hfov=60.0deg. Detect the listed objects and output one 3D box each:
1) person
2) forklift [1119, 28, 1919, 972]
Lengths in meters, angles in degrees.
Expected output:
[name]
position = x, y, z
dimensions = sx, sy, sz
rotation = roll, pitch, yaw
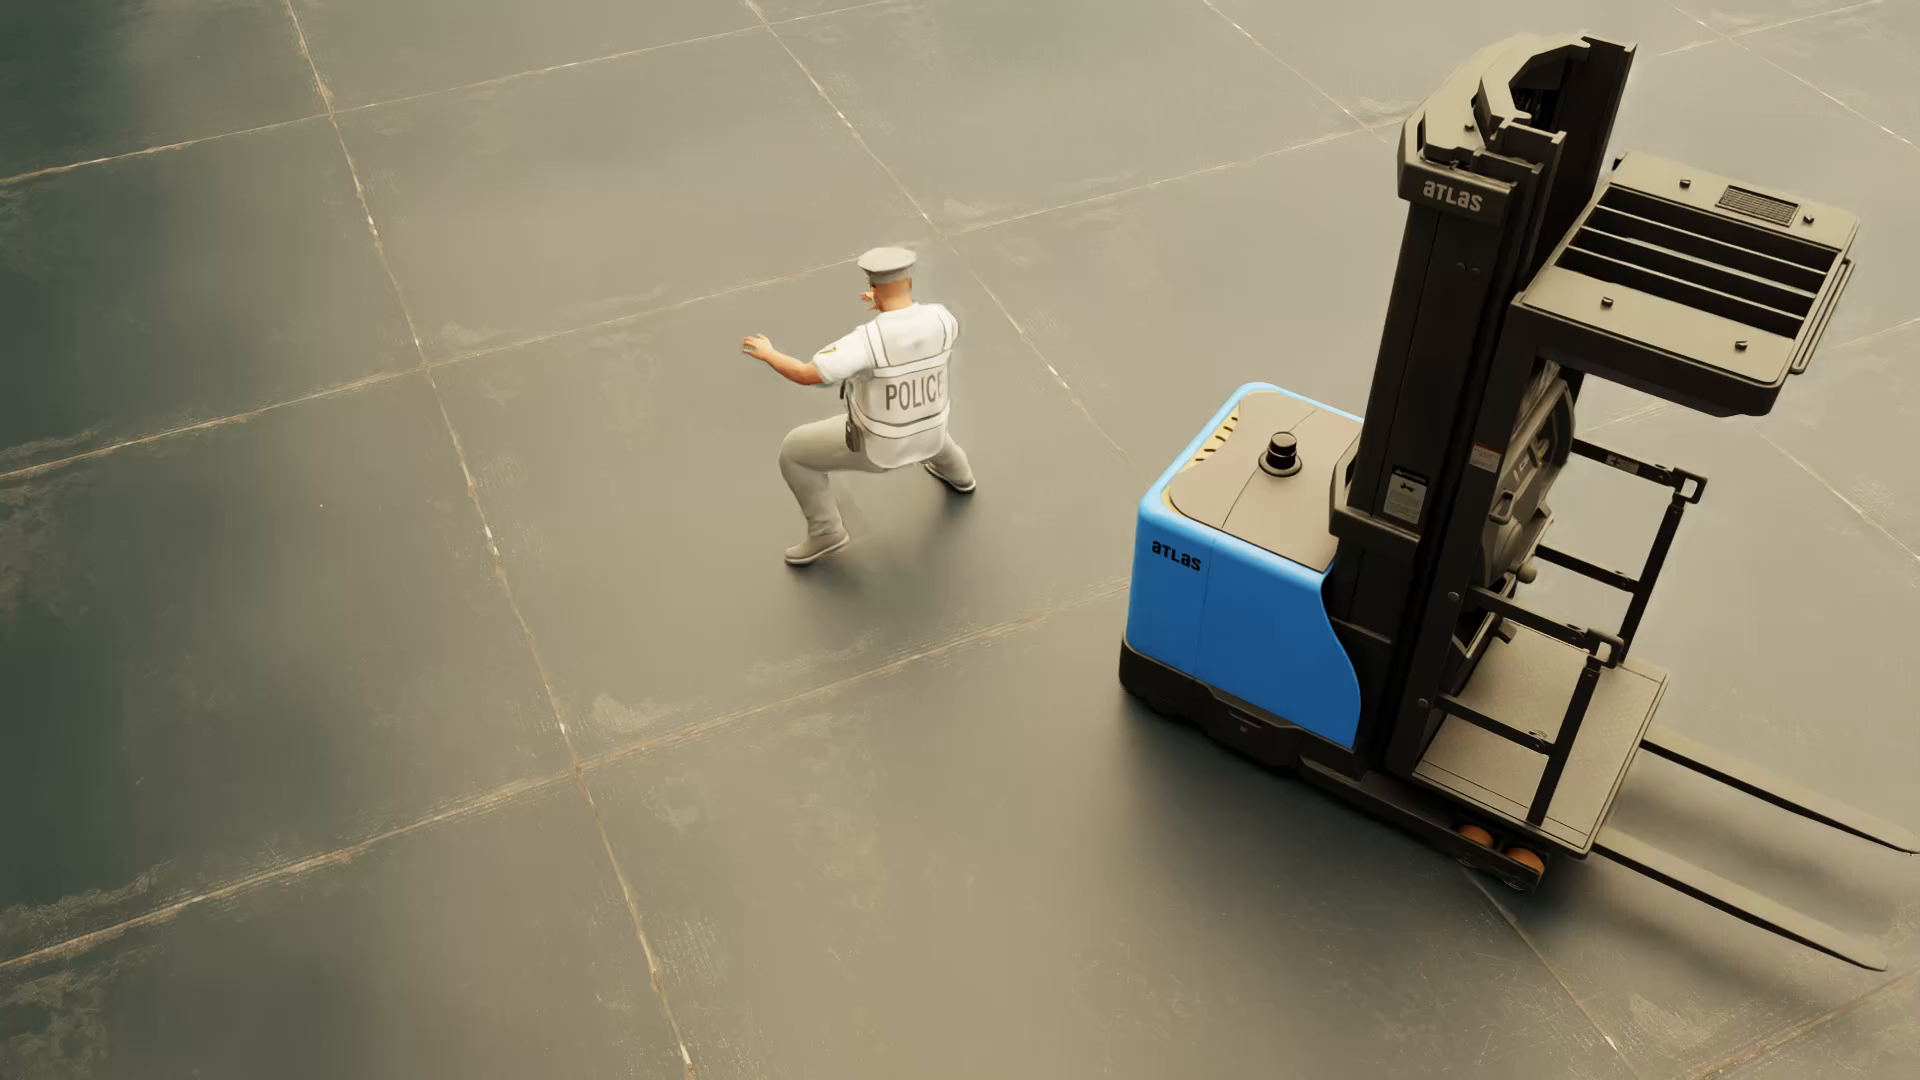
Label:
[person]
position = -0.375, -0.642, 7.403
dimensions = 1.044, 1.526, 0.772
rotation = -22, 47, -22
[forklift]
position = 2.188, -0.145, 5.836
dimensions = 3.031, 2.935, 1.130
rotation = 24, 48, 24
